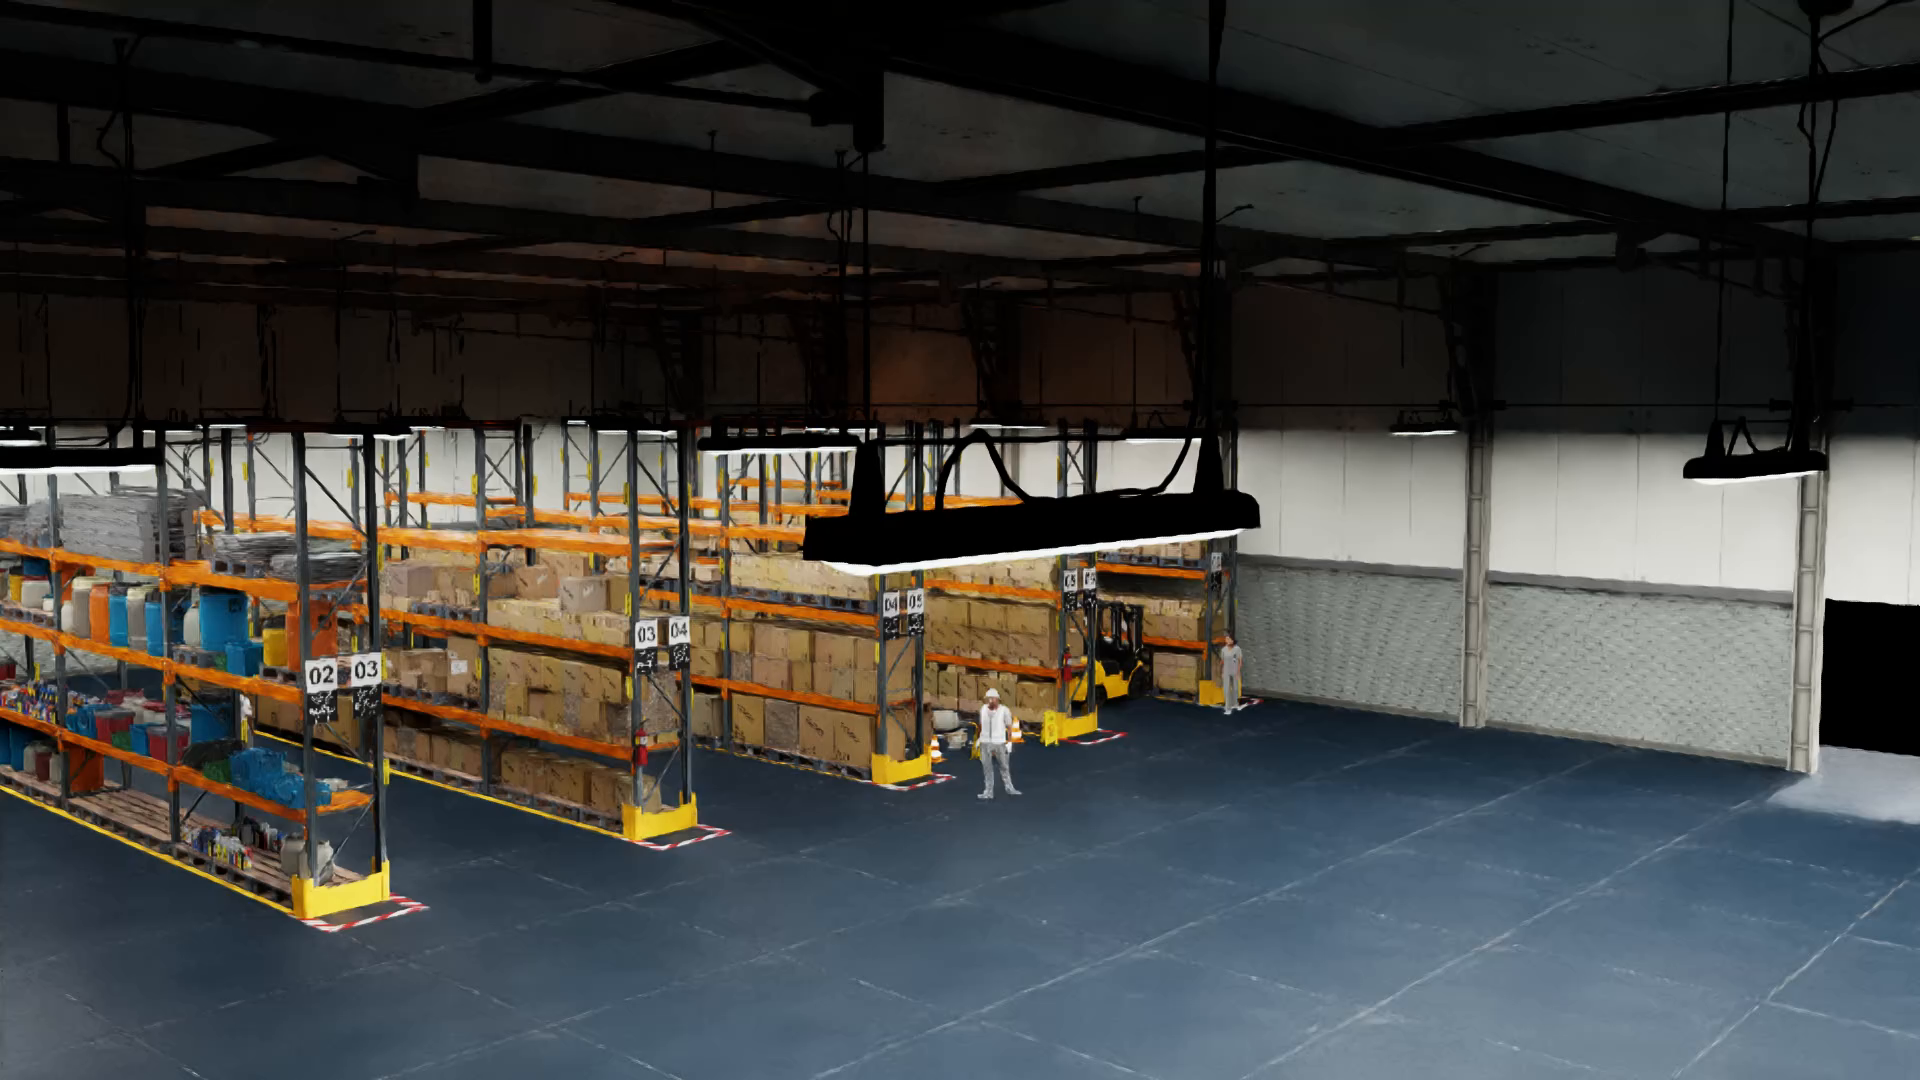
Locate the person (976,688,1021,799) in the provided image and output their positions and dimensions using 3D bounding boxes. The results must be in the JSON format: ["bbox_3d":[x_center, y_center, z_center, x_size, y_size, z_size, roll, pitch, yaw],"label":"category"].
[{"bbox_3d":[0.606,3.261,26.784,0.748,1.785,0.478,1,5,13],"label":"person"}]

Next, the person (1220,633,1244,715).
[{"bbox_3d":[5.577,2.721,34.092,0.486,1.664,0.699,1,5,13],"label":"person"}]

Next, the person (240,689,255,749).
[{"bbox_3d":[-12.096,3.235,28.012,0.526,1.737,0.372,1,5,14],"label":"person"}]
